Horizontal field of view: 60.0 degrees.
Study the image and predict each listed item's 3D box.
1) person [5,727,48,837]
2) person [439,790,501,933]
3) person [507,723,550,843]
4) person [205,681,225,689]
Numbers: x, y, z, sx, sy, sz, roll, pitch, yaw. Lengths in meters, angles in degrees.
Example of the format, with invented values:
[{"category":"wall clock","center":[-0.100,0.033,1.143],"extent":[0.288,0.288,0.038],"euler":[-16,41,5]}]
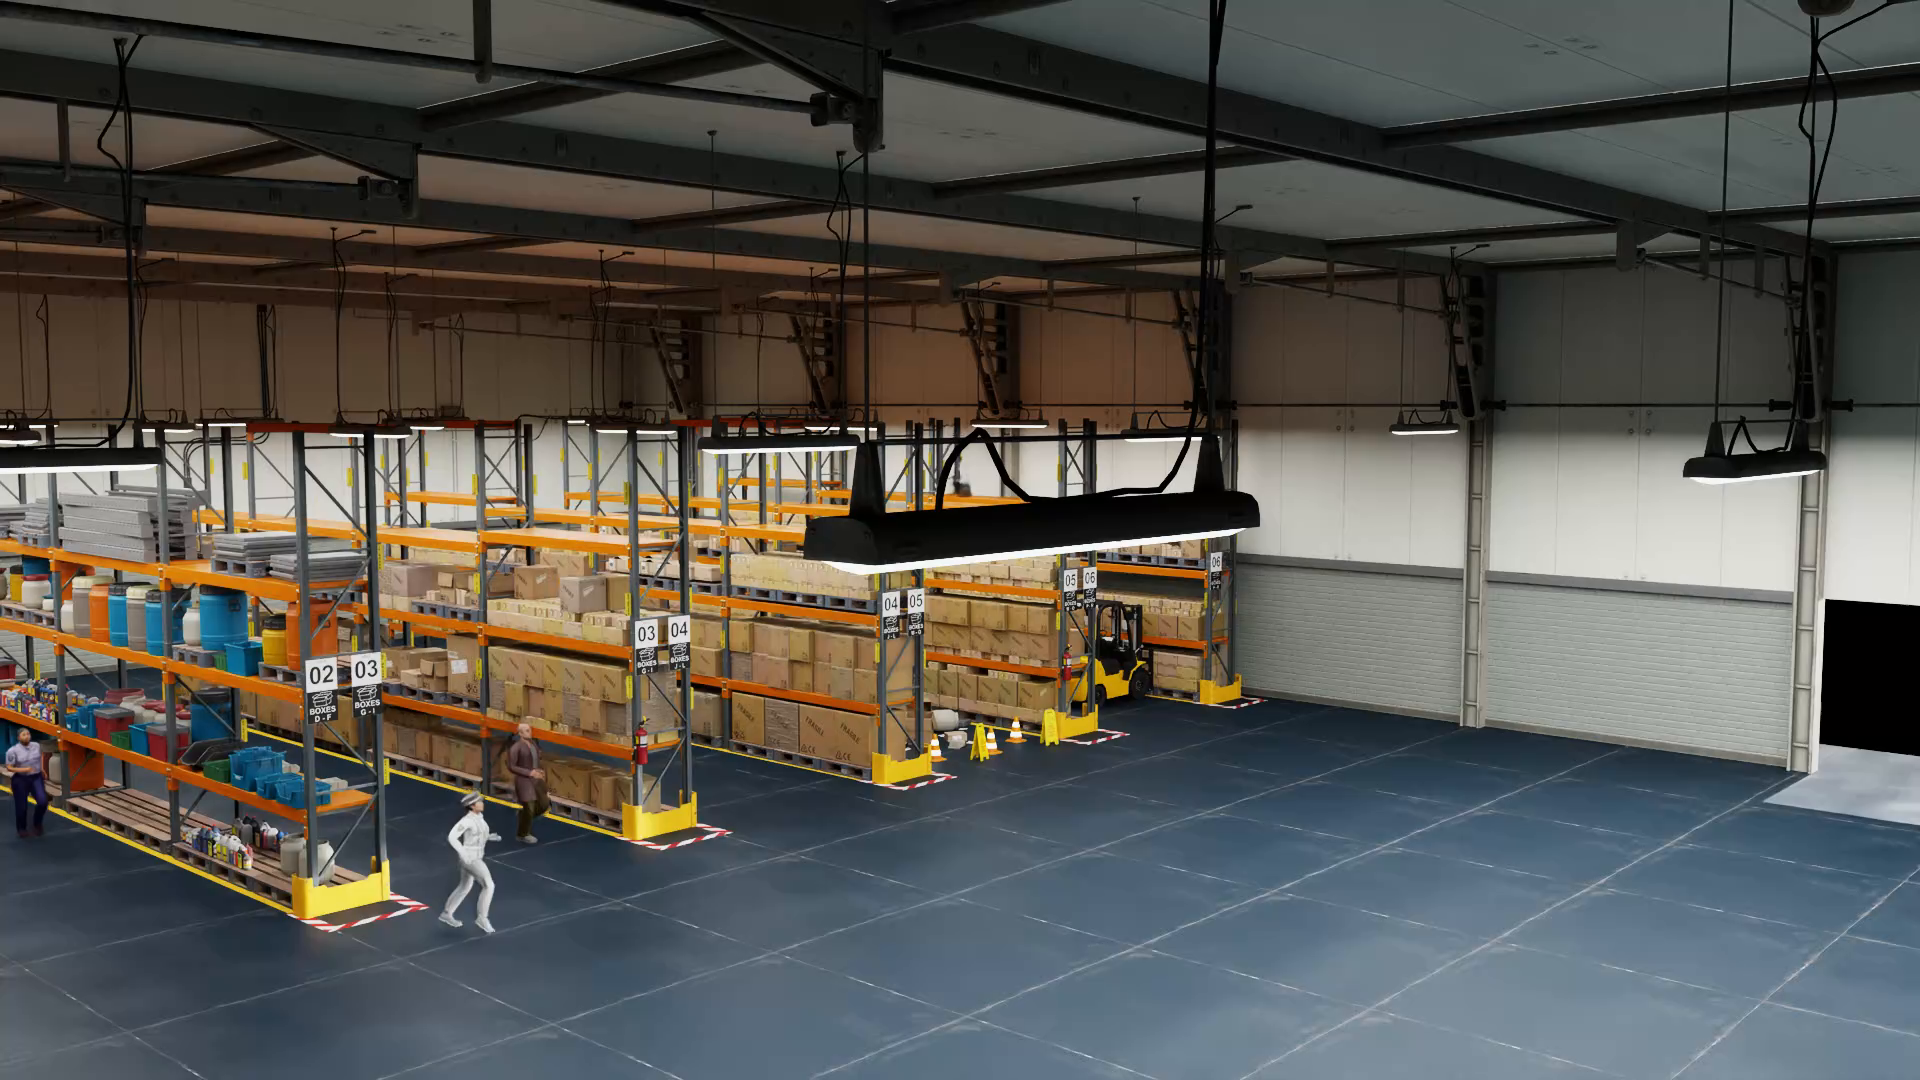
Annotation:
[{"category":"person","center":[-13.557,3.535,24.203],"extent":[0.643,1.629,0.579],"euler":[4,6,43]},{"category":"person","center":[-5.897,3.863,19.975],"extent":[0.746,1.755,0.596],"euler":[-1,5,-8]},{"category":"person","center":[-6.223,3.507,24.002],"extent":[0.631,1.737,0.705],"euler":[2,5,24]},{"category":"person","center":[-12.607,3.129,28.268],"extent":[0.705,1.824,0.632],"euler":[3,6,35]}]
